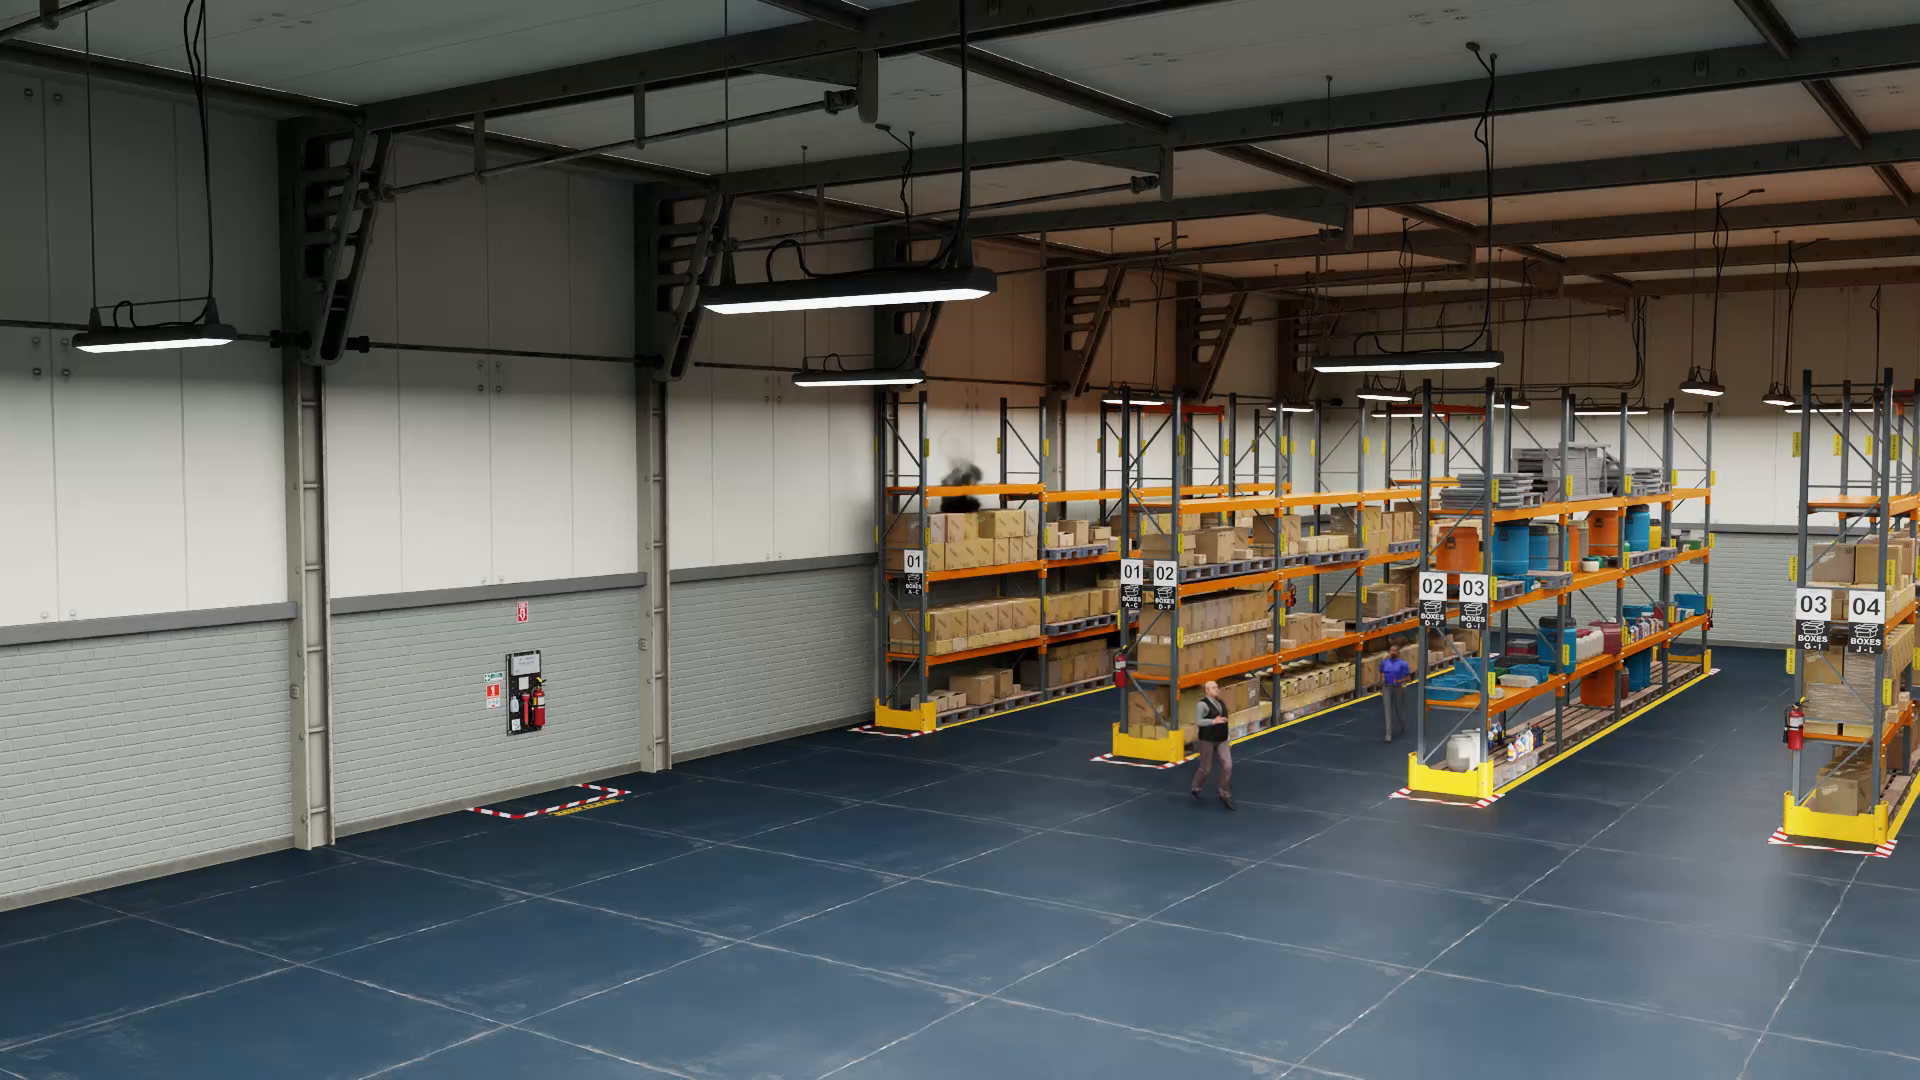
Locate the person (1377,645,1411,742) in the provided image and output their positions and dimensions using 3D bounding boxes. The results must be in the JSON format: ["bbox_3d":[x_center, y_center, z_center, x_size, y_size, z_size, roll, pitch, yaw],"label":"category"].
[{"bbox_3d":[7.432,2.603,28.520,0.588,1.623,0.834,1,3,24],"label":"person"}]

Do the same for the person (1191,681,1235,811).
[{"bbox_3d":[3.521,2.845,23.202,0.644,1.772,0.752,-2,4,-29],"label":"person"}]
